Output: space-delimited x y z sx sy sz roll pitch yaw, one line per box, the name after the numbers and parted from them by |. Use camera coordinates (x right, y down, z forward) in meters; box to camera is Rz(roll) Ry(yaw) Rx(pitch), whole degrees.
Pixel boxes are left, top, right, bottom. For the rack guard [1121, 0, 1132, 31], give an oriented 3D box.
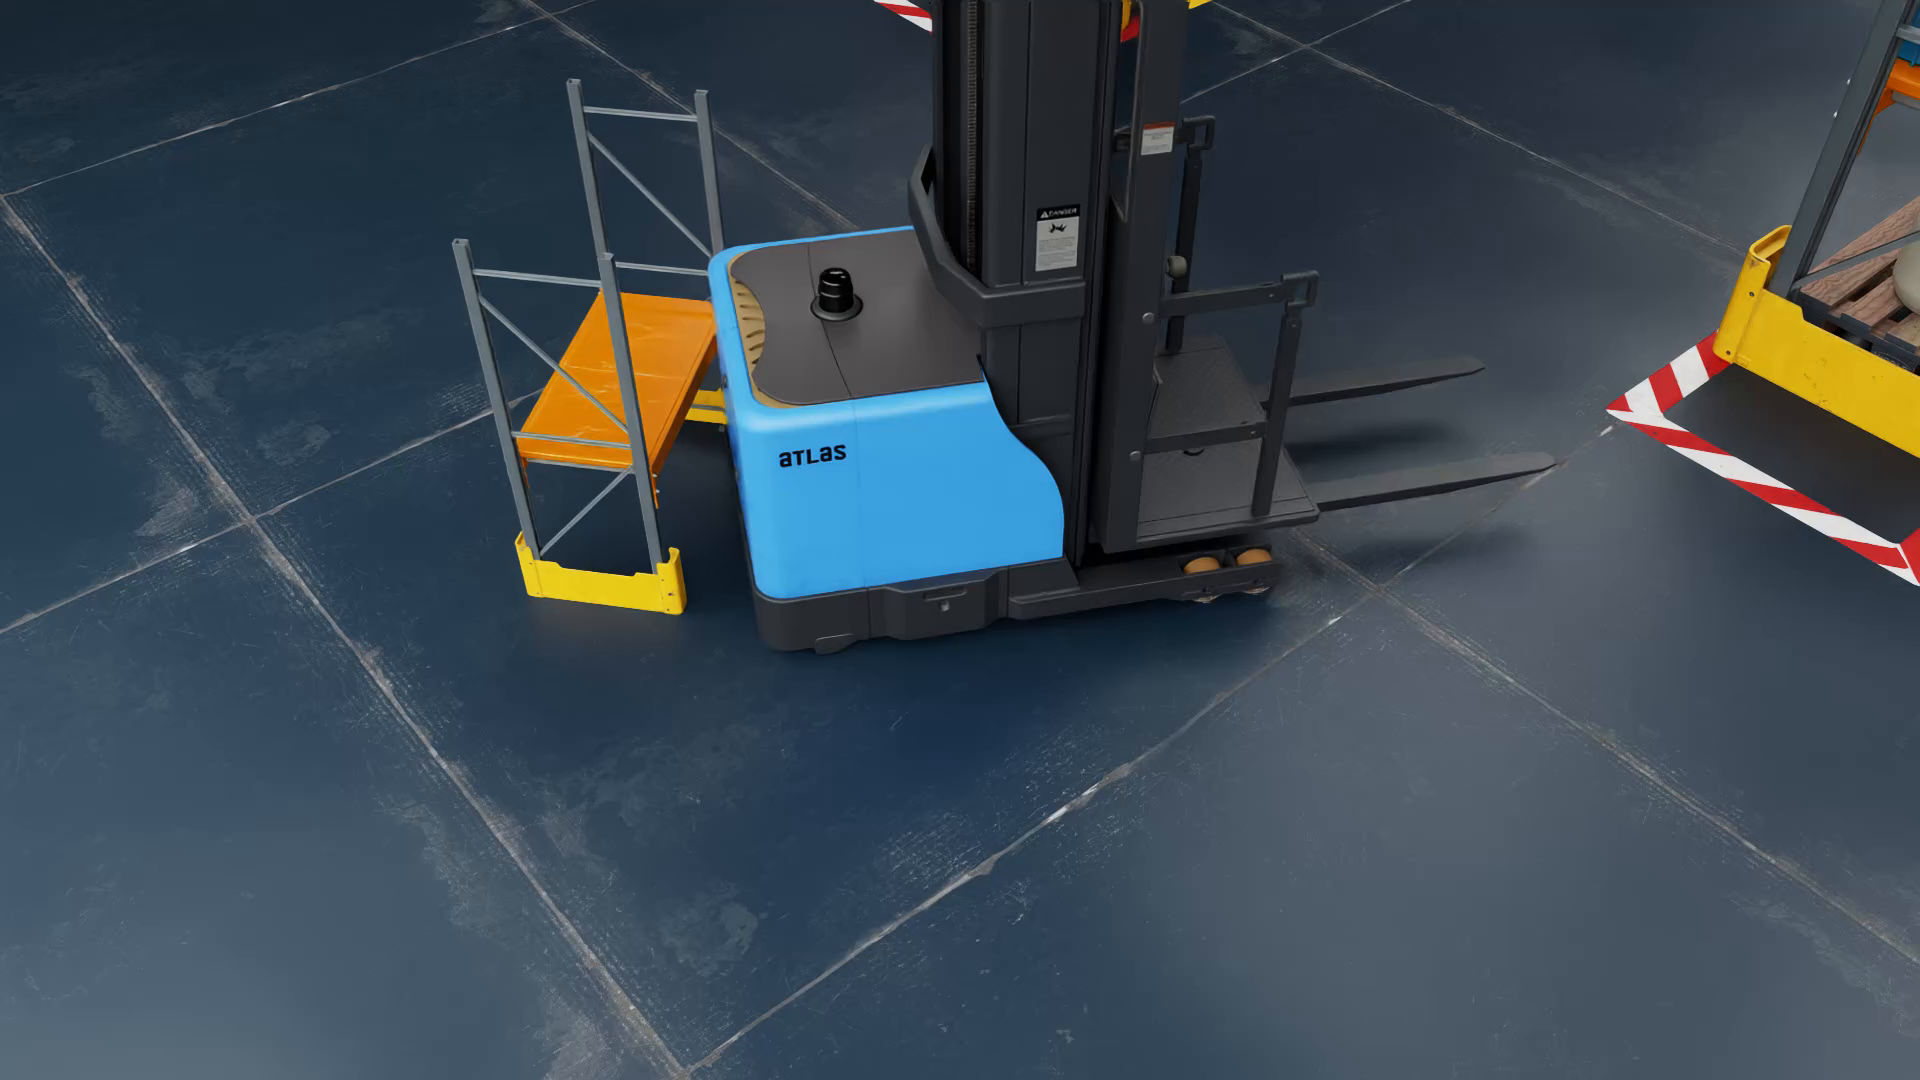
0.476 -3.298 9.397 0.348 0.500 1.175 -30 51 -28 | rack guard

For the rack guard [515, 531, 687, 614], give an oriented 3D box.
-1.280 0.115 5.944 0.587 0.250 0.087 7 44 7 | rack guard

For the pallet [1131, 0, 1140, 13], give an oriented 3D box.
1.054 -3.561 9.888 1.213 0.211 1.003 -30 51 -28 | pallet

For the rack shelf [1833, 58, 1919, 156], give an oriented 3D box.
5.203 -2.233 6.963 4.000 0.370 1.077 -30 51 -28 | rack shelf

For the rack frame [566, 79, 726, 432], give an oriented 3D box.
-1.111 -1.013 6.233 0.500 1.500 0.032 7 44 7 | rack frame

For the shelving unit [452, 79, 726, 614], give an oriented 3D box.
-1.196 -0.676 5.874 0.587 1.500 1.083 7 44 7 | shelving unit

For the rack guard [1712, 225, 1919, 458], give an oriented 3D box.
3.697 -0.764 6.698 0.348 0.500 1.175 -30 51 -28 | rack guard

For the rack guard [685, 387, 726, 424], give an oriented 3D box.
-1.111 -0.557 6.660 0.587 0.250 0.087 7 44 7 | rack guard

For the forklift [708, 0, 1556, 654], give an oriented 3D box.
0.686 -1.192 5.378 3.031 2.935 1.130 -9 44 -9 | forklift

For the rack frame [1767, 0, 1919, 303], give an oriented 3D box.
3.669 -1.617 5.781 0.127 3.000 1.000 -30 51 -28 | rack frame

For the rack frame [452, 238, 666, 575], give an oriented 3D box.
-1.283 -0.327 5.503 0.500 1.500 0.032 7 44 7 | rack frame

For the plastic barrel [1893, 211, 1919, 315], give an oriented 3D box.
4.125 -1.193 6.839 0.421 0.512 0.421 0 43 0 | plastic barrel

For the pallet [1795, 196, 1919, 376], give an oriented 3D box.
4.324 -1.013 7.174 1.213 0.211 1.003 -30 51 -28 | pallet

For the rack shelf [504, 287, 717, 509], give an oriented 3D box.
-1.197 -0.539 5.991 0.538 0.185 1.000 7 44 7 | rack shelf

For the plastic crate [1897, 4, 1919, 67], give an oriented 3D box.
3.861 -1.940 6.233 0.616 0.251 0.499 -30 51 -28 | plastic crate
